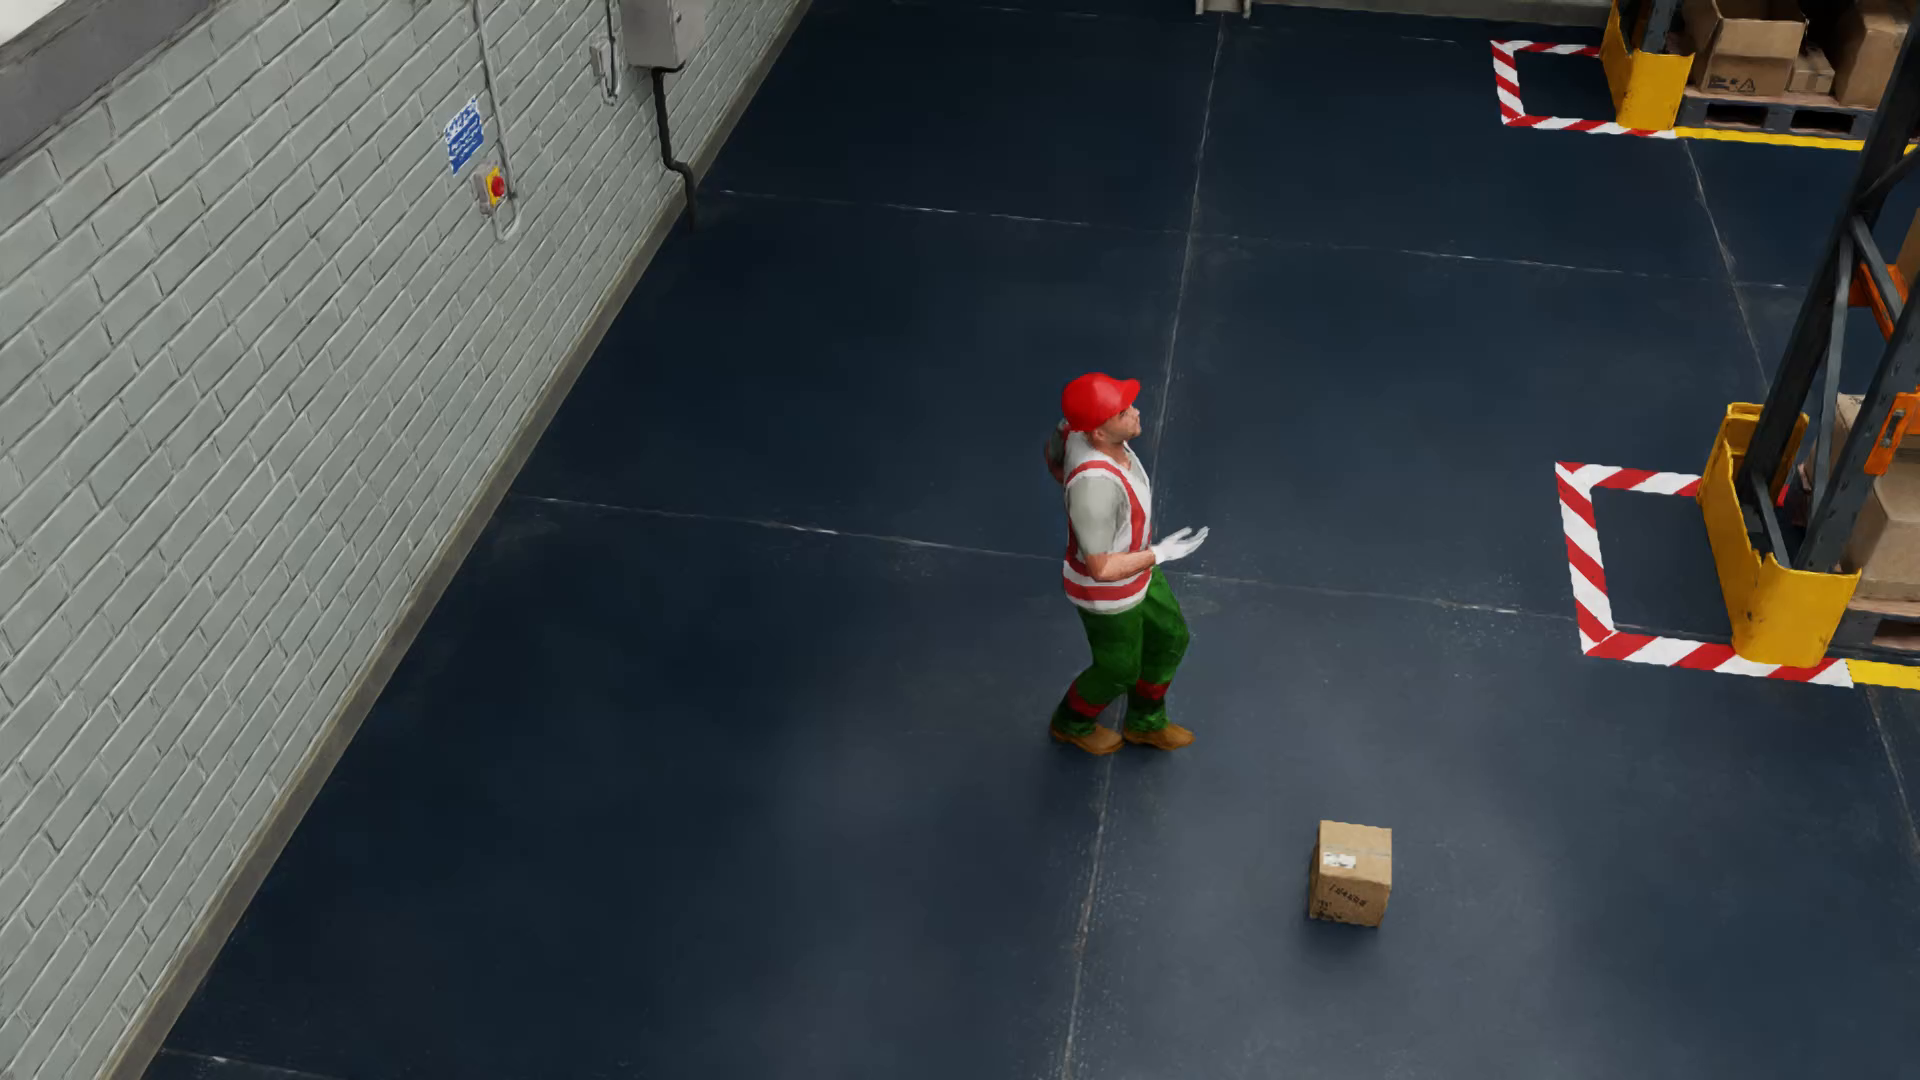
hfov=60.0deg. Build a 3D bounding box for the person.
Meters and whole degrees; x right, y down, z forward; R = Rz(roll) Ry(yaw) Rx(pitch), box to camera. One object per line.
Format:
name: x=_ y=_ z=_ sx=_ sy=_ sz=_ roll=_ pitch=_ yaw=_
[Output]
person: x=0.568 y=0.156 z=5.994 sx=0.681 sy=1.777 sz=0.632 roll=9 pitch=41 yaw=11
